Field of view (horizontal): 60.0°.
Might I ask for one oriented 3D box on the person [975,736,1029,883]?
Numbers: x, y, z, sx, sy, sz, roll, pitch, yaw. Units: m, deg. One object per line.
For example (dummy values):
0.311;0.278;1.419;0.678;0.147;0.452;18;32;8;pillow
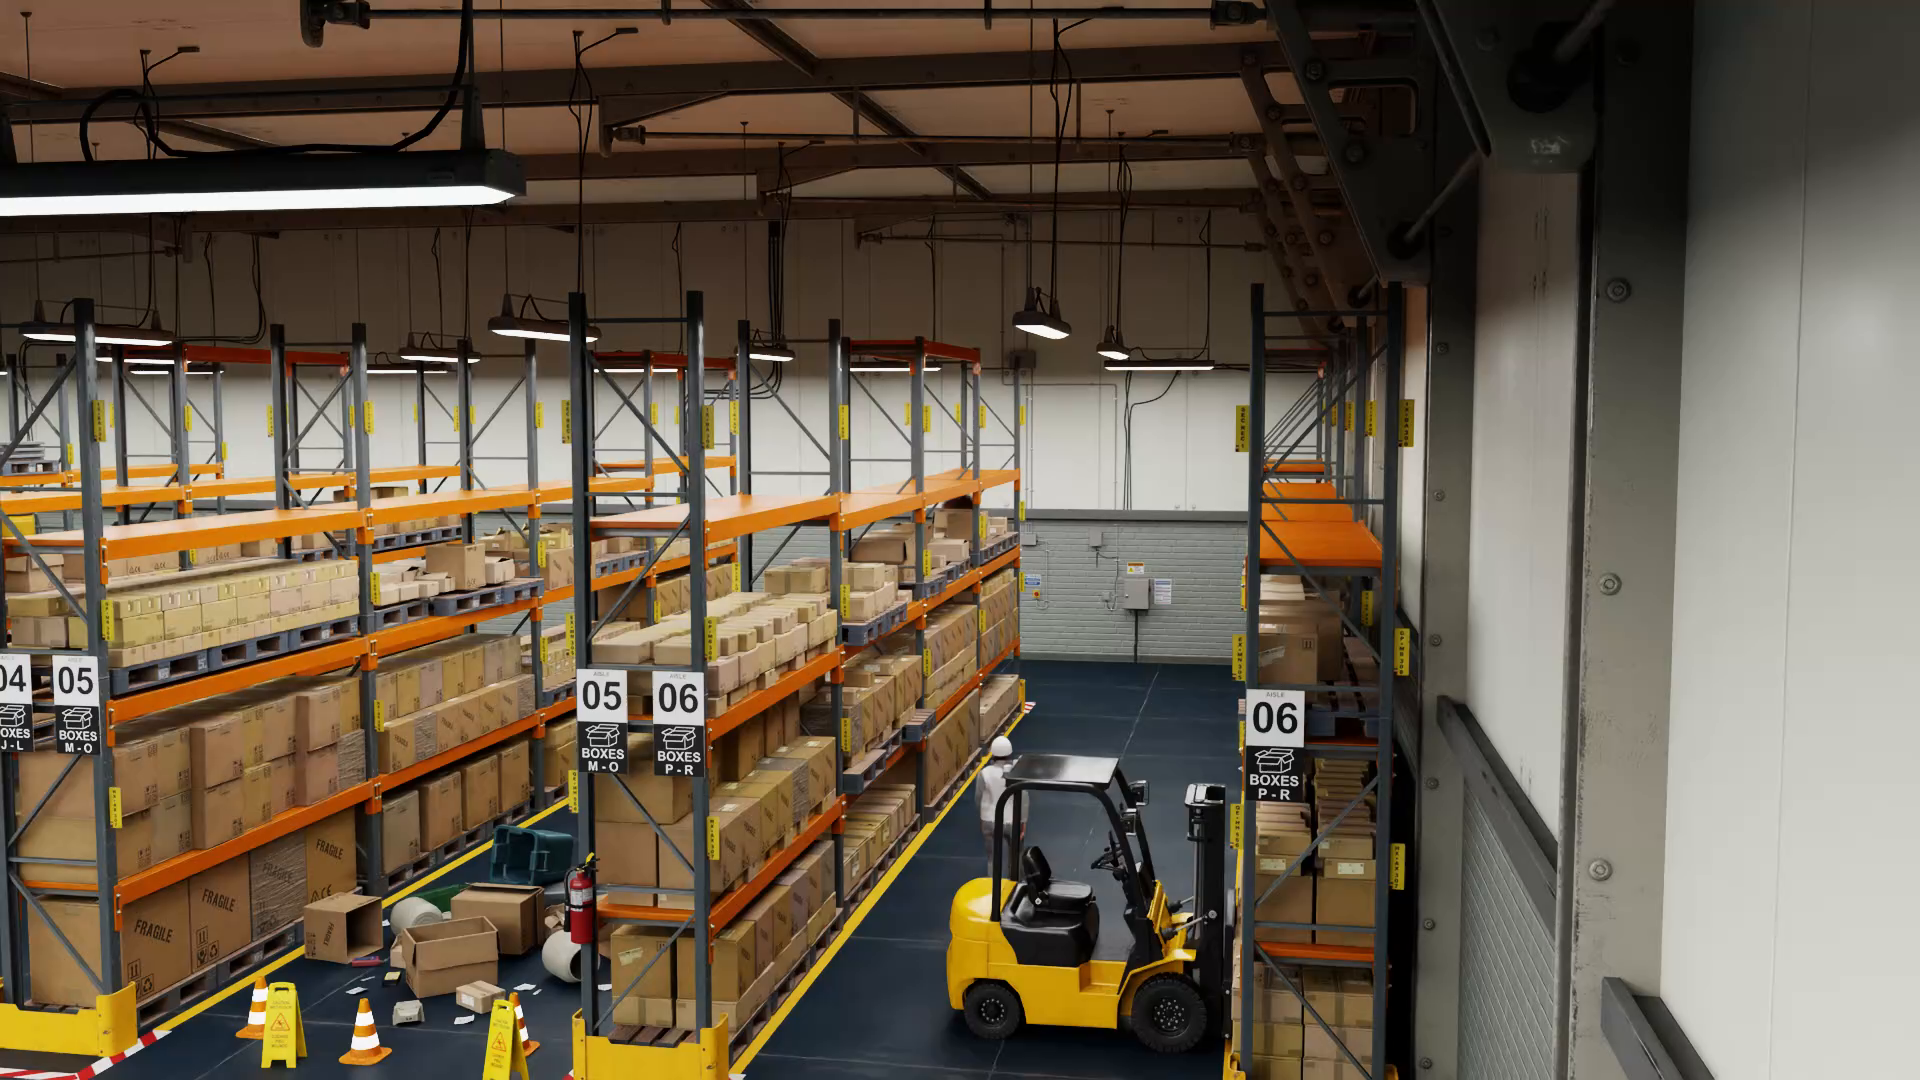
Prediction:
0.437;2.901;17.125;0.569;1.799;0.689;0;5;6;person
